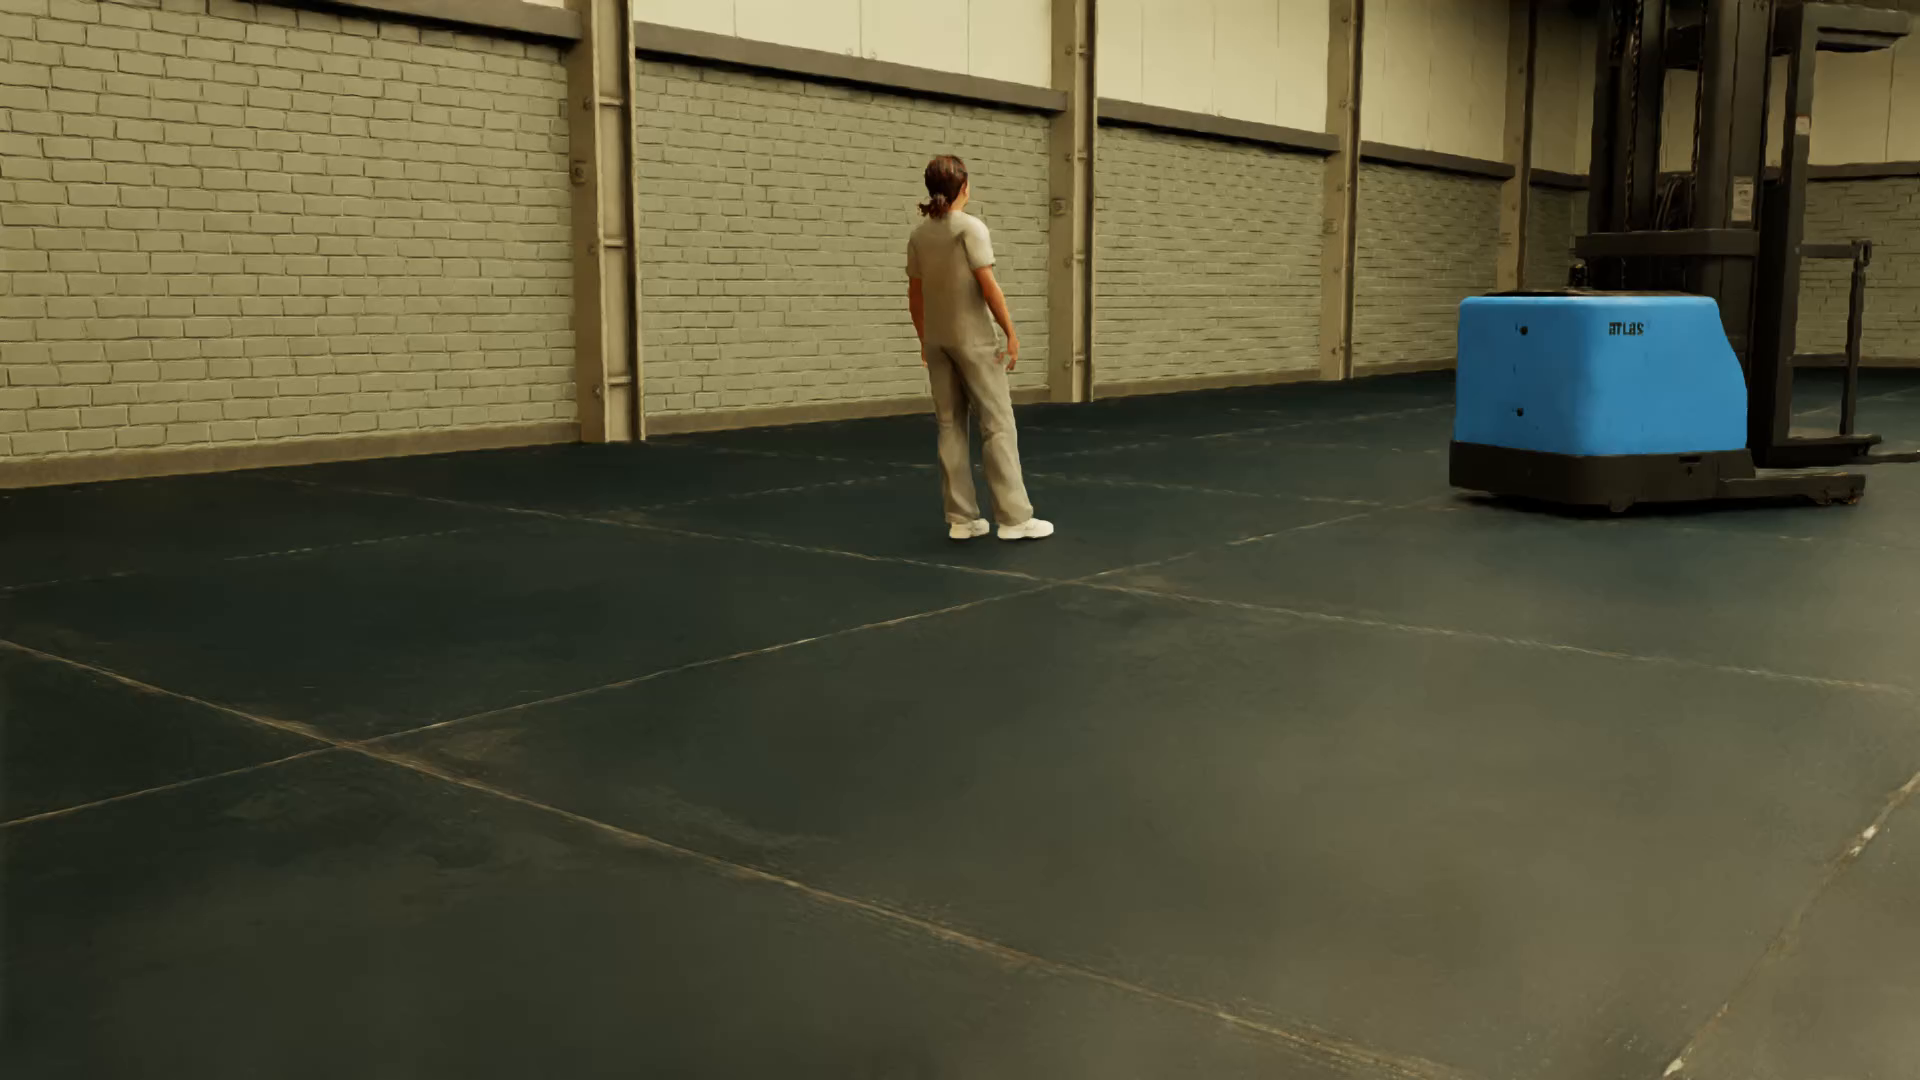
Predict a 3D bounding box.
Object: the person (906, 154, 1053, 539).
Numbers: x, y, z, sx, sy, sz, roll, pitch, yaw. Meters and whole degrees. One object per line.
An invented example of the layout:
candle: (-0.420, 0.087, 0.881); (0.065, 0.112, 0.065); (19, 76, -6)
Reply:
person: (0.057, -0.843, 7.331); (0.550, 1.674, 0.548); (7, 11, 38)

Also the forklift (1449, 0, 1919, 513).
forklift: (4.192, -1.696, 8.869); (3.031, 2.935, 1.130); (-3, 9, -22)
